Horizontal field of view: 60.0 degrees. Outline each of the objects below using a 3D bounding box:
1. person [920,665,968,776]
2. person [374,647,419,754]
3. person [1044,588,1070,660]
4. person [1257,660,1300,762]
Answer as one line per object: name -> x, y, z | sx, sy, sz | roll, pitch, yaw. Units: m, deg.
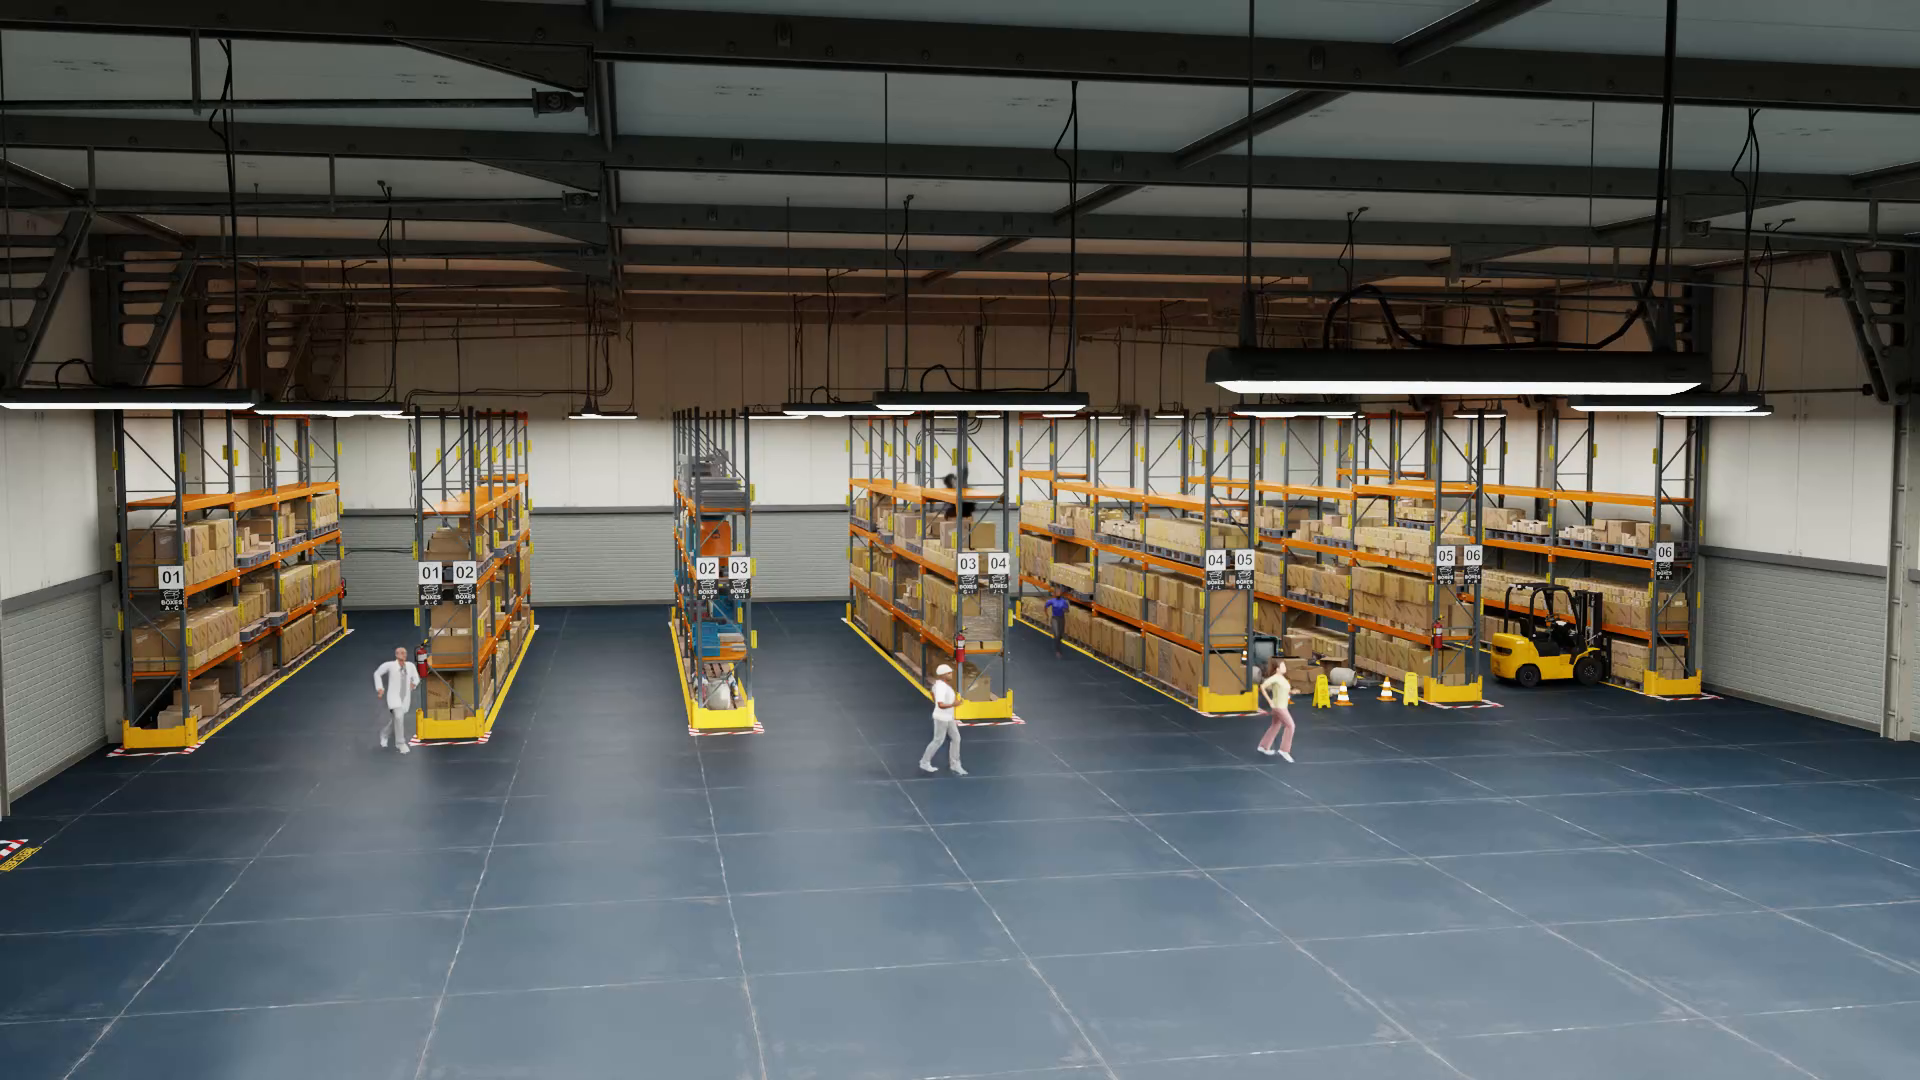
person -> -0.259, 2.912, 26.897 | 0.785, 1.805, 0.691 | 1, 4, 12
person -> -9.760, 2.766, 29.033 | 0.986, 1.768, 0.721 | 4, 5, 42
person -> 2.375, 2.015, 40.392 | 0.562, 1.668, 0.878 | -1, 4, -19
person -> 5.396, 2.883, 28.193 | 0.730, 1.721, 0.545 | 2, 4, 24
